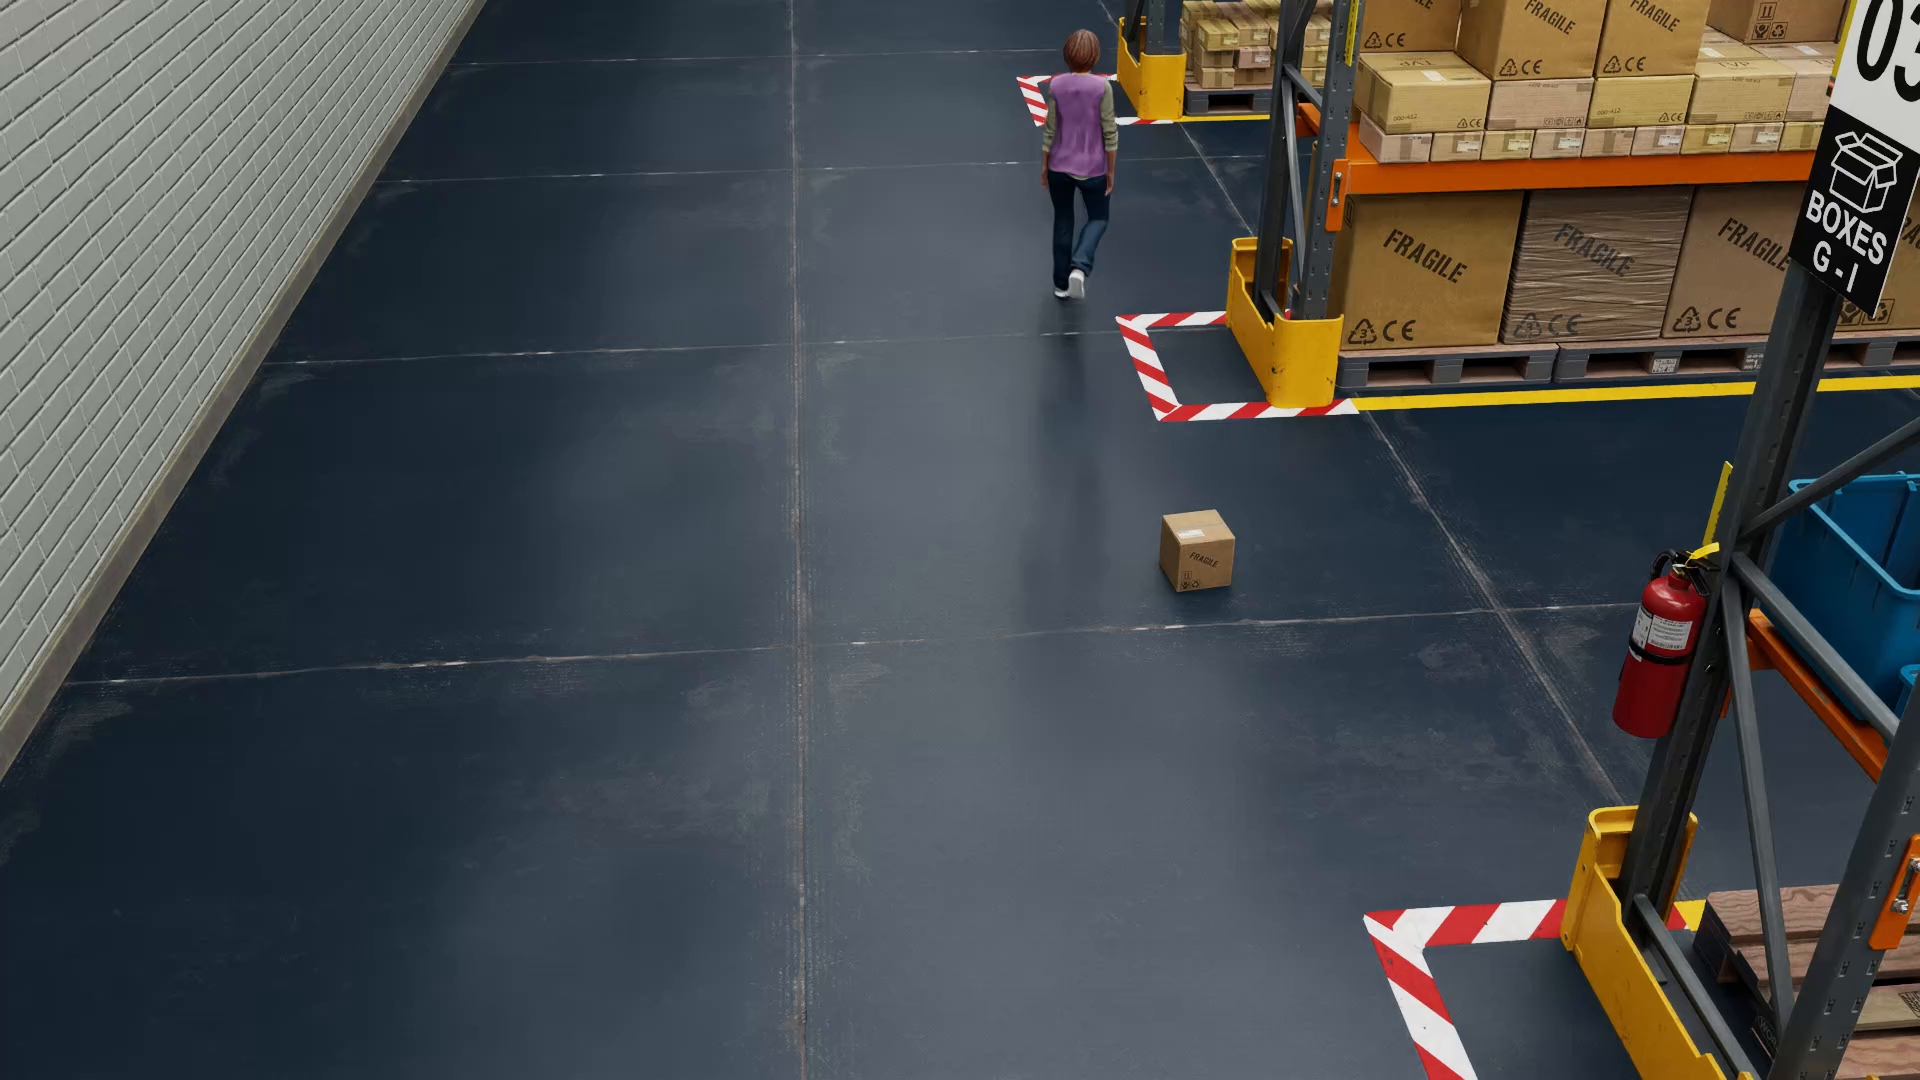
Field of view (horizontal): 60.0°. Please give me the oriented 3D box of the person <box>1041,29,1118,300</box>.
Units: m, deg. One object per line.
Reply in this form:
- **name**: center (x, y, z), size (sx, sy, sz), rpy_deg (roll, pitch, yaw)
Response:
- **person**: center (0.668, -2.101, 9.537), size (0.458, 1.587, 0.582), rpy_deg (8, 33, 13)
